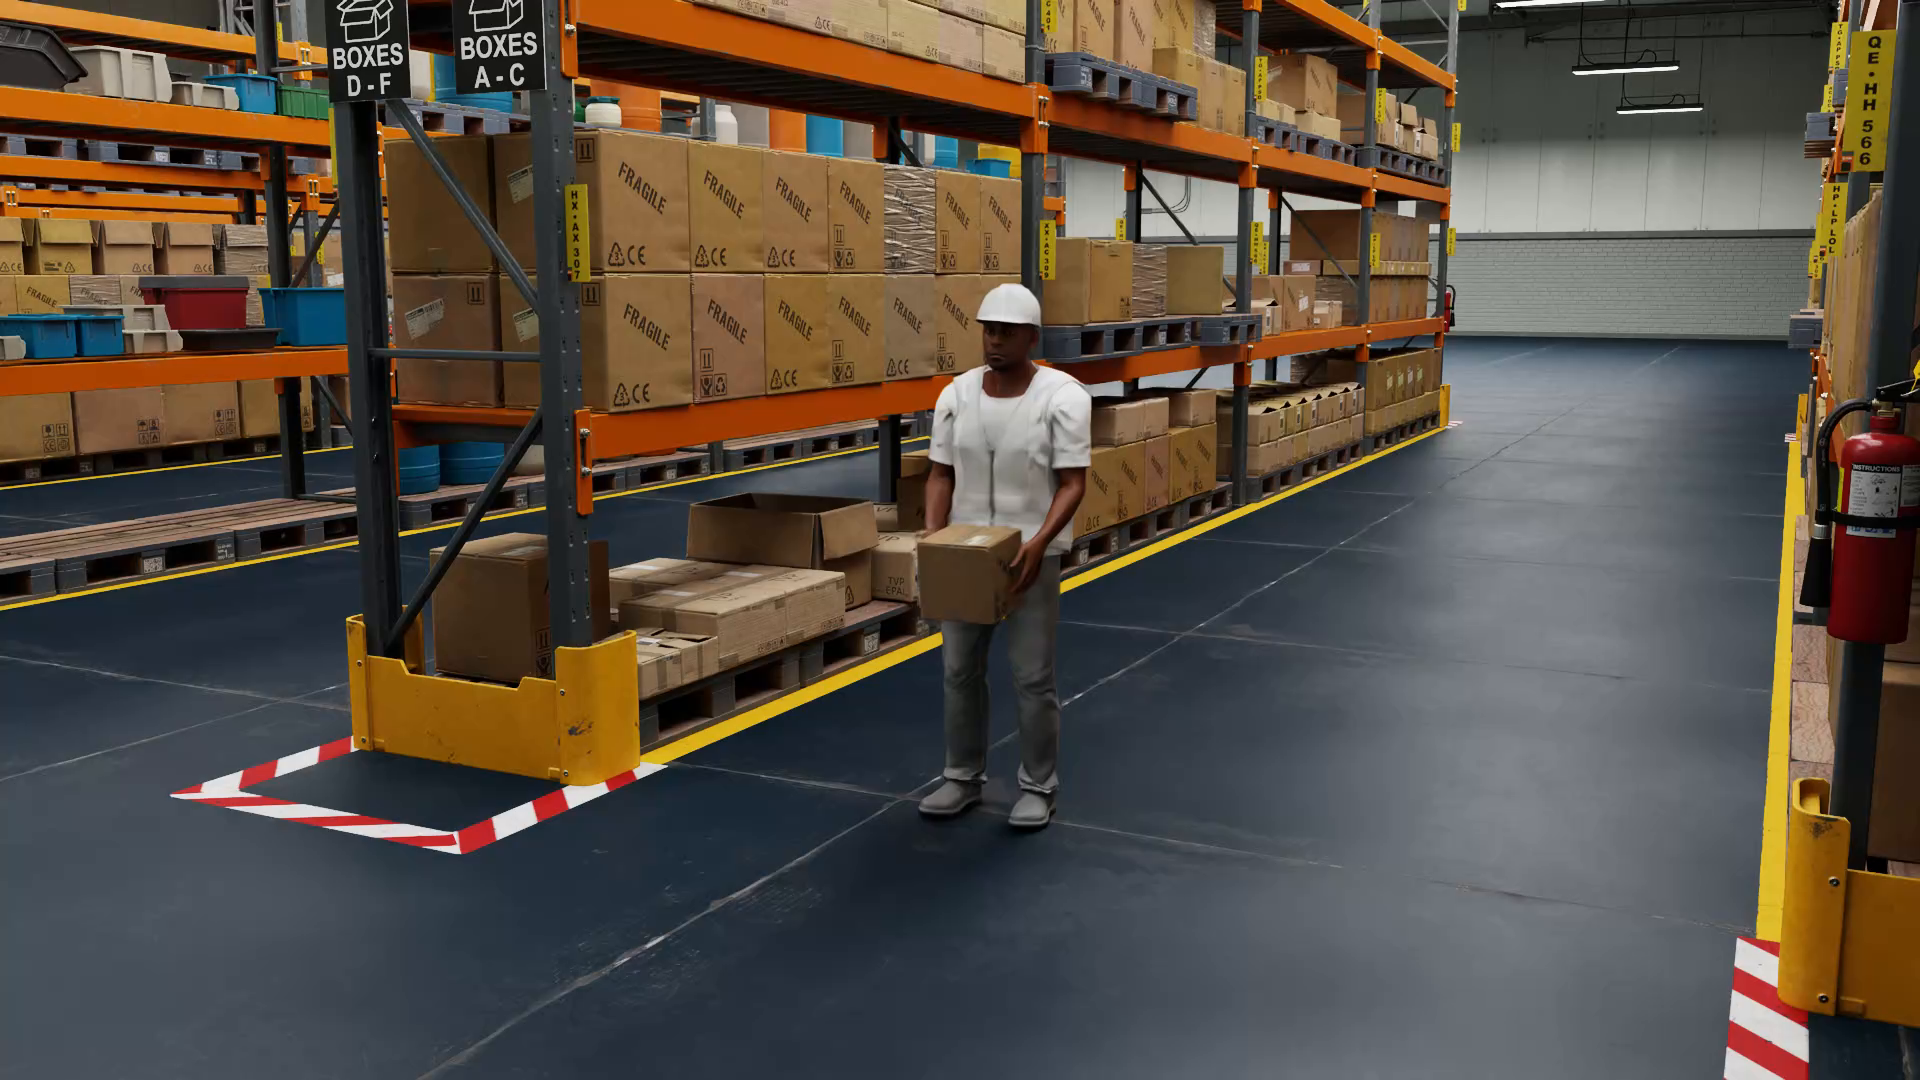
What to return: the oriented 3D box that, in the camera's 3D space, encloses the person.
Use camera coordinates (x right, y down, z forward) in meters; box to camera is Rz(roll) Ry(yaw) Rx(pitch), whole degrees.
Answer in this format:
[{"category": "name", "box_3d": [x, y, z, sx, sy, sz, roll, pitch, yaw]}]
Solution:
[{"category": "person", "box_3d": [0.132, 0.054, 5.444, 0.566, 1.768, 0.496, 4, 10, 25]}]
